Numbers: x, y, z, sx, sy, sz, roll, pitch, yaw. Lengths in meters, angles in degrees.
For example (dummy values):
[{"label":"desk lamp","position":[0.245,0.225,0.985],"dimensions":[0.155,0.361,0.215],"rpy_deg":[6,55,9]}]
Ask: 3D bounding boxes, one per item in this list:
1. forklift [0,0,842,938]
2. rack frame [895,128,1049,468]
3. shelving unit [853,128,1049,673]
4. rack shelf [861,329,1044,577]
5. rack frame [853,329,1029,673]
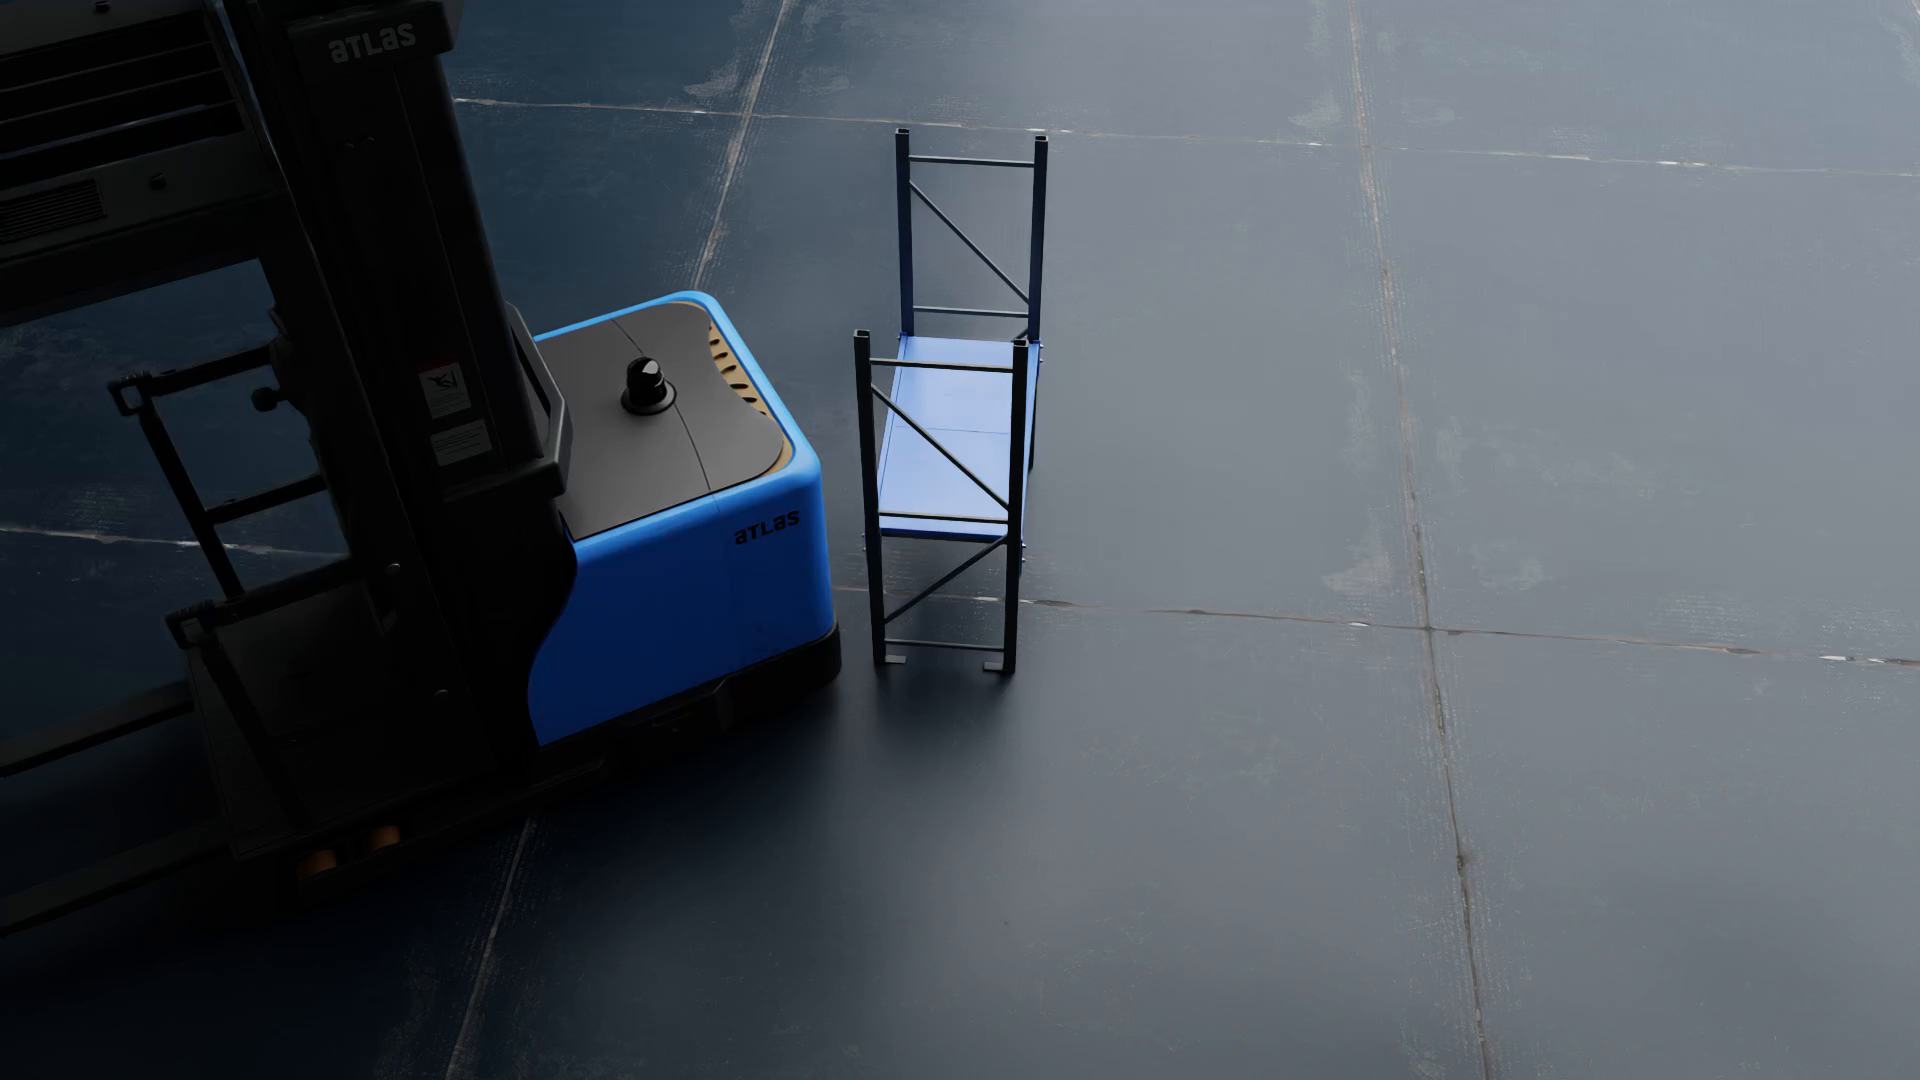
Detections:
[{"label":"forklift","position":[-1.959,-0.311,4.548],"dimensions":[3.031,2.935,1.130],"rpy_deg":[-21,51,-18]},{"label":"rack frame","position":[0.039,-0.817,5.981],"dimensions":[0.500,1.500,0.032],"rpy_deg":[4,48,4]},{"label":"shelving unit","position":[-0.008,-0.443,5.639],"dimensions":[0.538,1.500,1.048],"rpy_deg":[4,48,4]},{"label":"rack shelf","position":[-0.008,-0.322,5.772],"dimensions":[0.538,0.185,1.000],"rpy_deg":[4,48,4]},{"label":"rack frame","position":[-0.054,-0.070,5.298],"dimensions":[0.500,1.500,0.032],"rpy_deg":[4,48,4]}]
